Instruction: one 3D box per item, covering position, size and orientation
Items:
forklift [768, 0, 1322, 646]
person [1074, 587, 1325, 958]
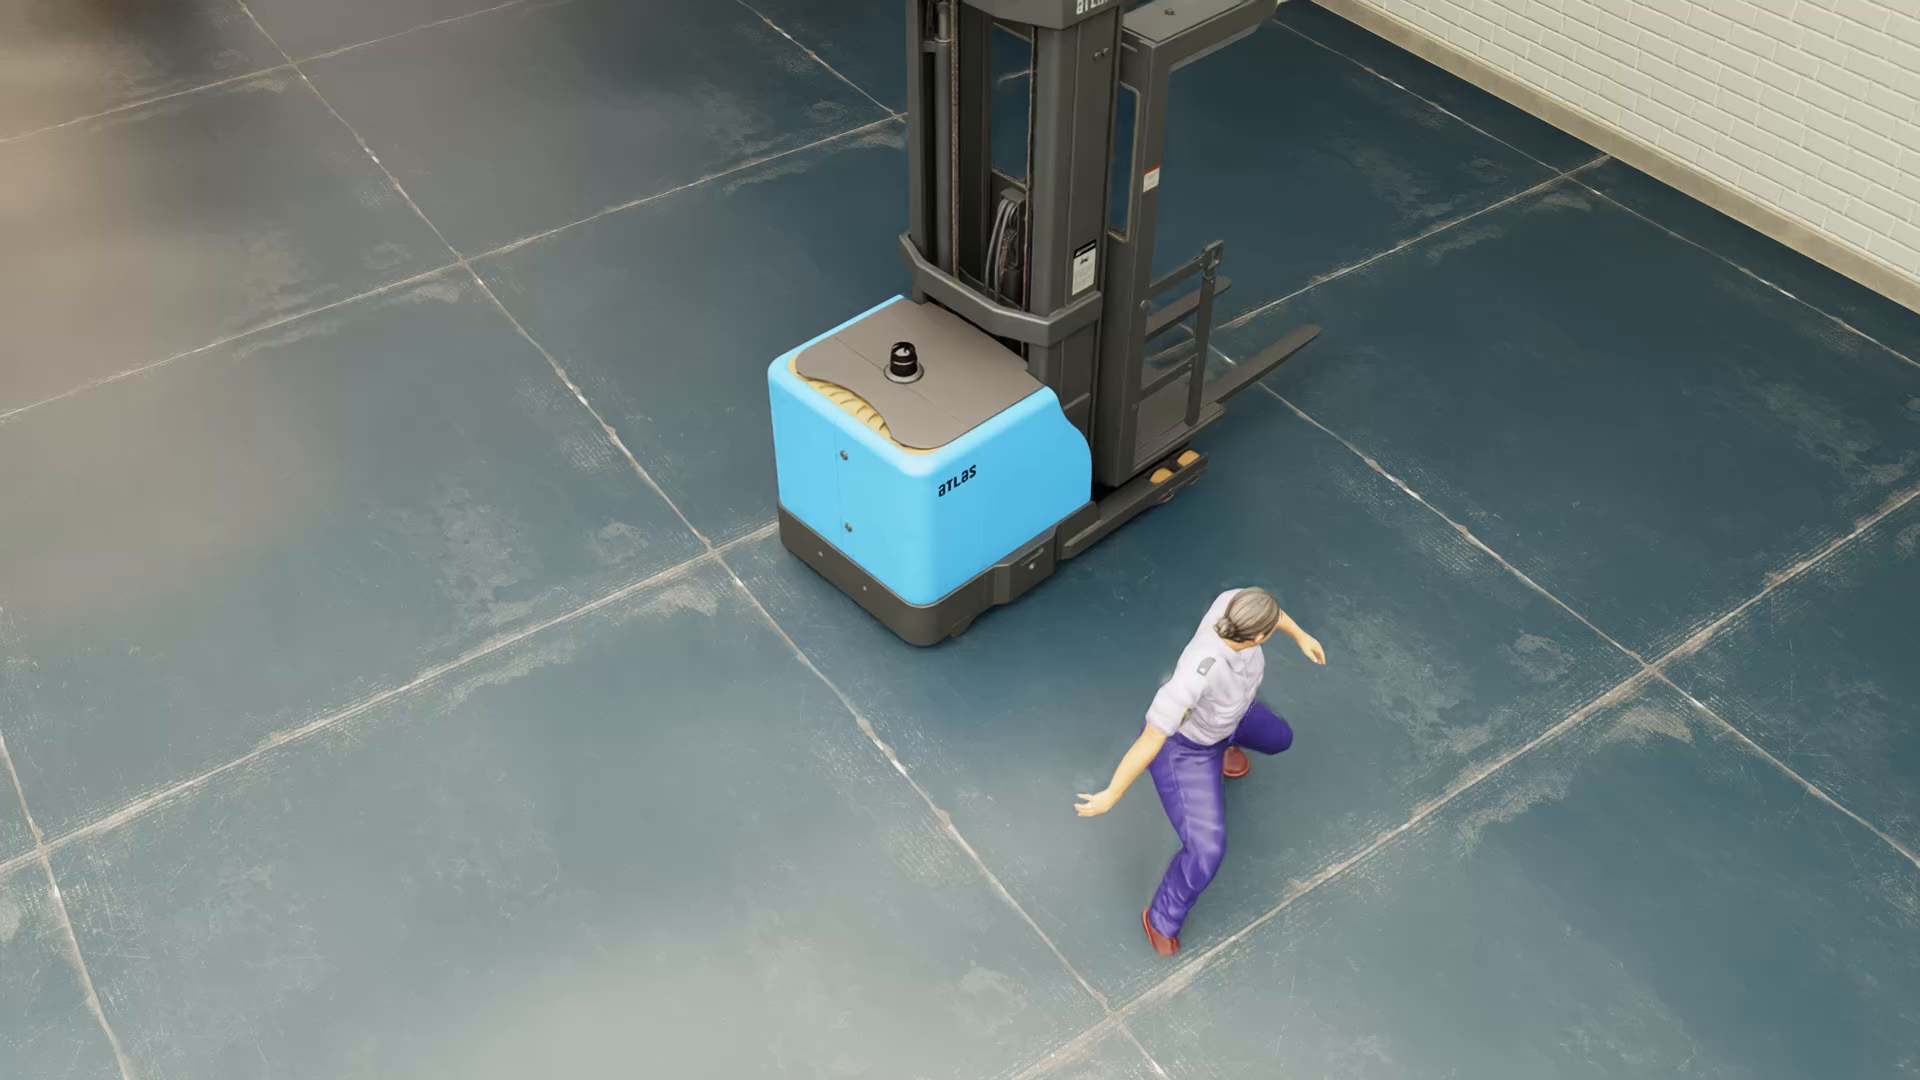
[{"bbox_3d":[0.577,-1.492,7.335,3.031,2.935,1.130,-32,52,-30],"label":"forklift"},{"bbox_3d":[0.885,0.737,6.047,0.526,1.578,1.125,27,49,26],"label":"person"}]
